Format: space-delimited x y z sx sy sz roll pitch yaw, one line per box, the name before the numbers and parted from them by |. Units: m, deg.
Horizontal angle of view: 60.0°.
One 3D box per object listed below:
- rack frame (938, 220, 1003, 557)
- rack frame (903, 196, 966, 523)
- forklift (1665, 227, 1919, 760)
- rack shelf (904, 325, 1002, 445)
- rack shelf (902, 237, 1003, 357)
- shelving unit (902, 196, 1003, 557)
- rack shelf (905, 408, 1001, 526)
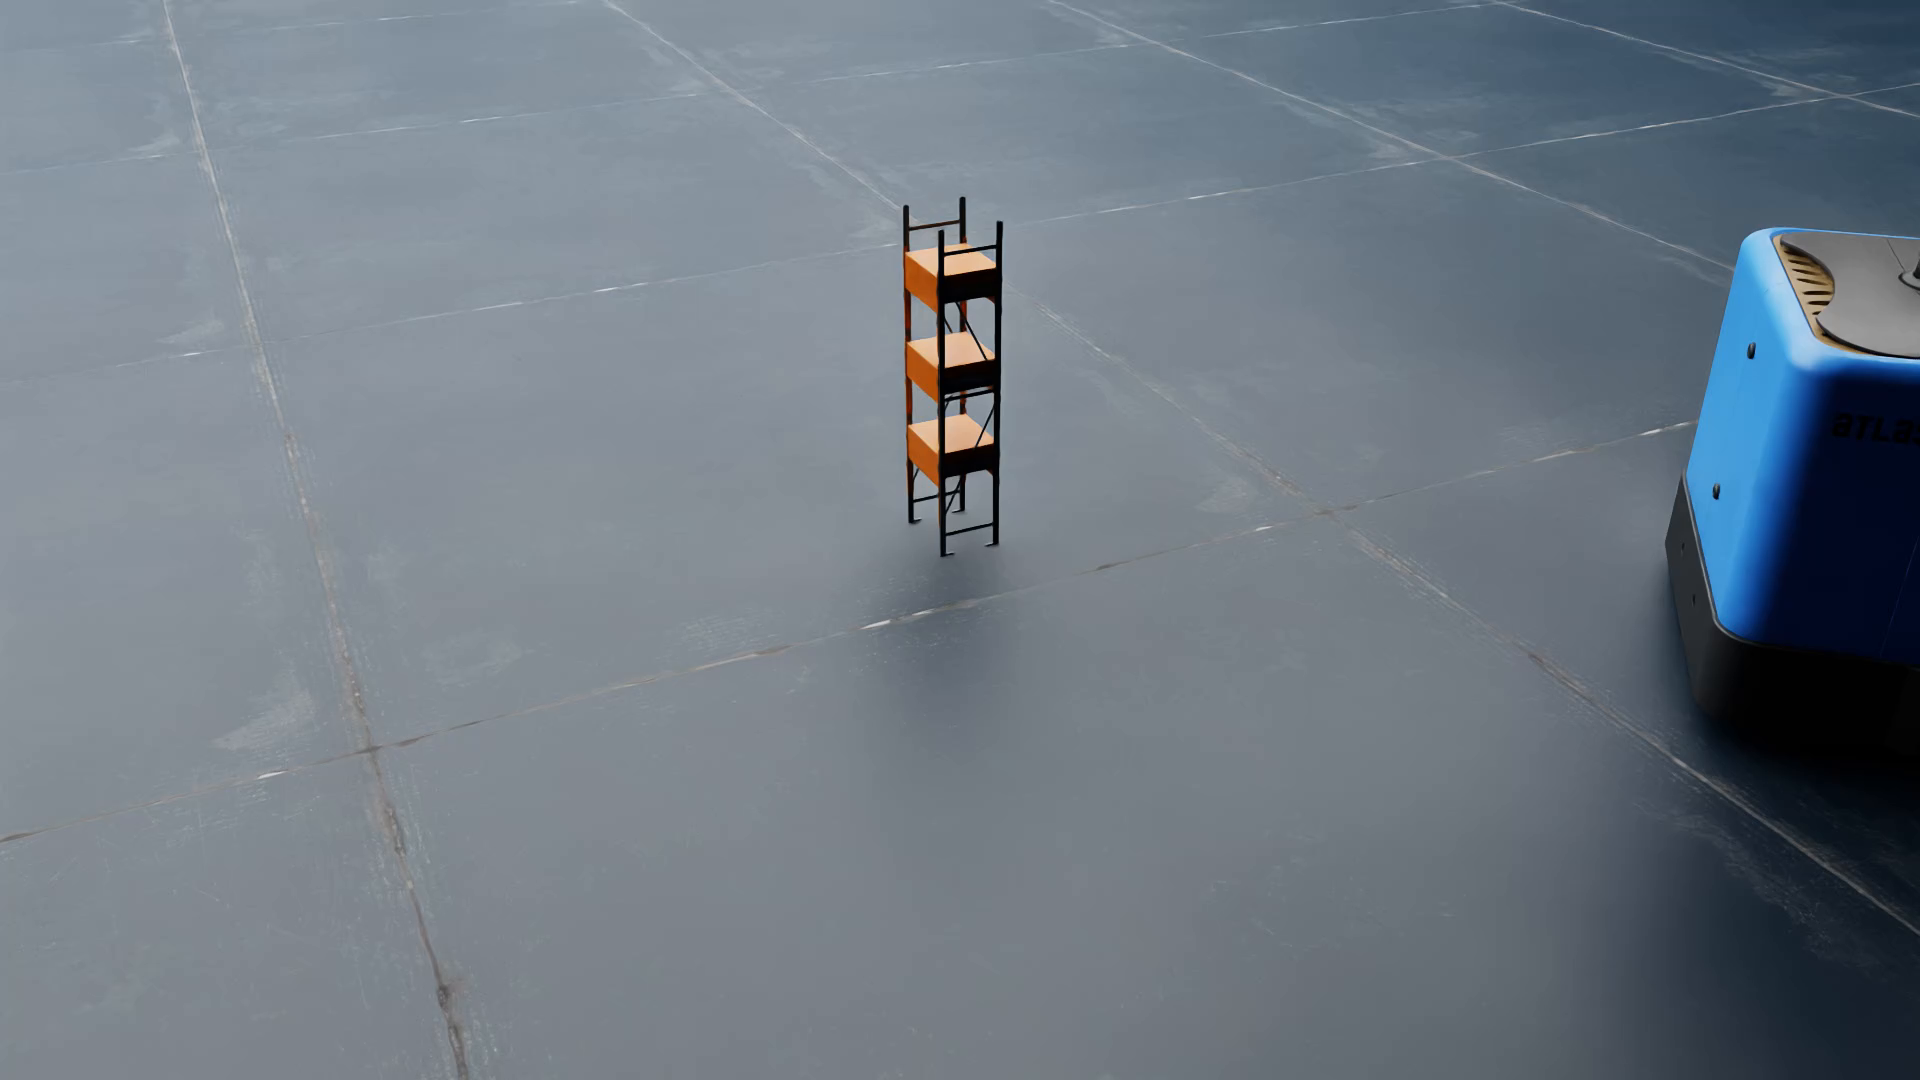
rack frame | 0.029 -0.428 4.939 0.200 1.050 0.008 -13 32 -22
rack frame | -0.075 -0.535 5.131 0.200 1.050 0.008 -13 32 -22
forklift | 3.498 -0.804 3.686 3.031 2.935 1.130 8 30 13
rack shelf | -0.023 -0.472 5.041 0.215 0.259 0.240 -13 32 -22
rack shelf | -0.023 -0.720 4.902 0.215 0.259 0.240 -13 32 -22
shelving unit | -0.023 -0.482 5.035 0.215 1.050 0.252 -13 32 -22
rack shelf | -0.023 -0.230 5.176 0.215 0.259 0.240 -13 32 -22
